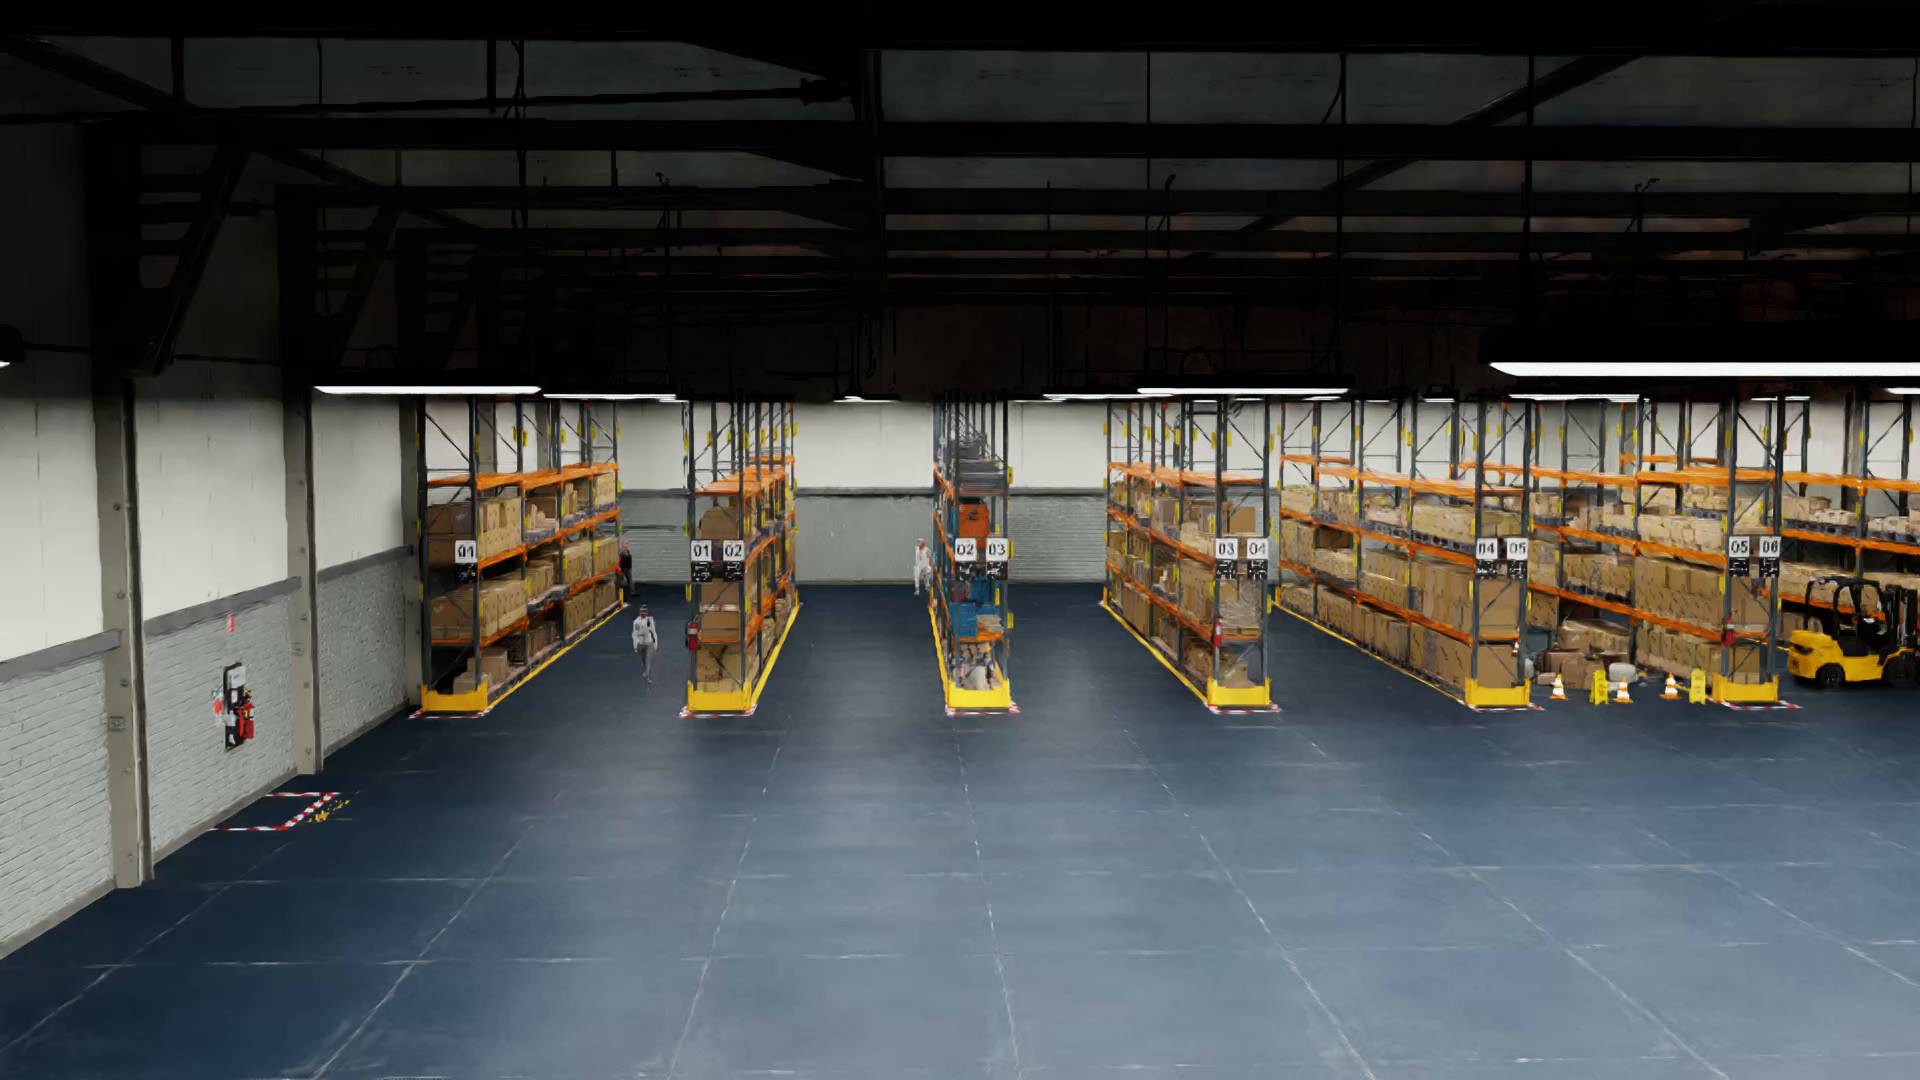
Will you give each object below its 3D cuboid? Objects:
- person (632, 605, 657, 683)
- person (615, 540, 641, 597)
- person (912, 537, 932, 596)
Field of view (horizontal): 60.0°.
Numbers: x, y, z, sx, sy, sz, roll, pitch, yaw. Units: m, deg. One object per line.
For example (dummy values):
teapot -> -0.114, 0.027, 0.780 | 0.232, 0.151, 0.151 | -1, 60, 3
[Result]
person -> -6.518, 2.112, 34.315 | 0.495, 1.589, 1.086 | 0, 5, 0
person -> -9.885, 0.850, 49.122 | 0.564, 1.709, 0.733 | 3, 6, 34
person -> -1.118, 0.788, 49.881 | 0.580, 1.750, 0.955 | 1, 5, 13
